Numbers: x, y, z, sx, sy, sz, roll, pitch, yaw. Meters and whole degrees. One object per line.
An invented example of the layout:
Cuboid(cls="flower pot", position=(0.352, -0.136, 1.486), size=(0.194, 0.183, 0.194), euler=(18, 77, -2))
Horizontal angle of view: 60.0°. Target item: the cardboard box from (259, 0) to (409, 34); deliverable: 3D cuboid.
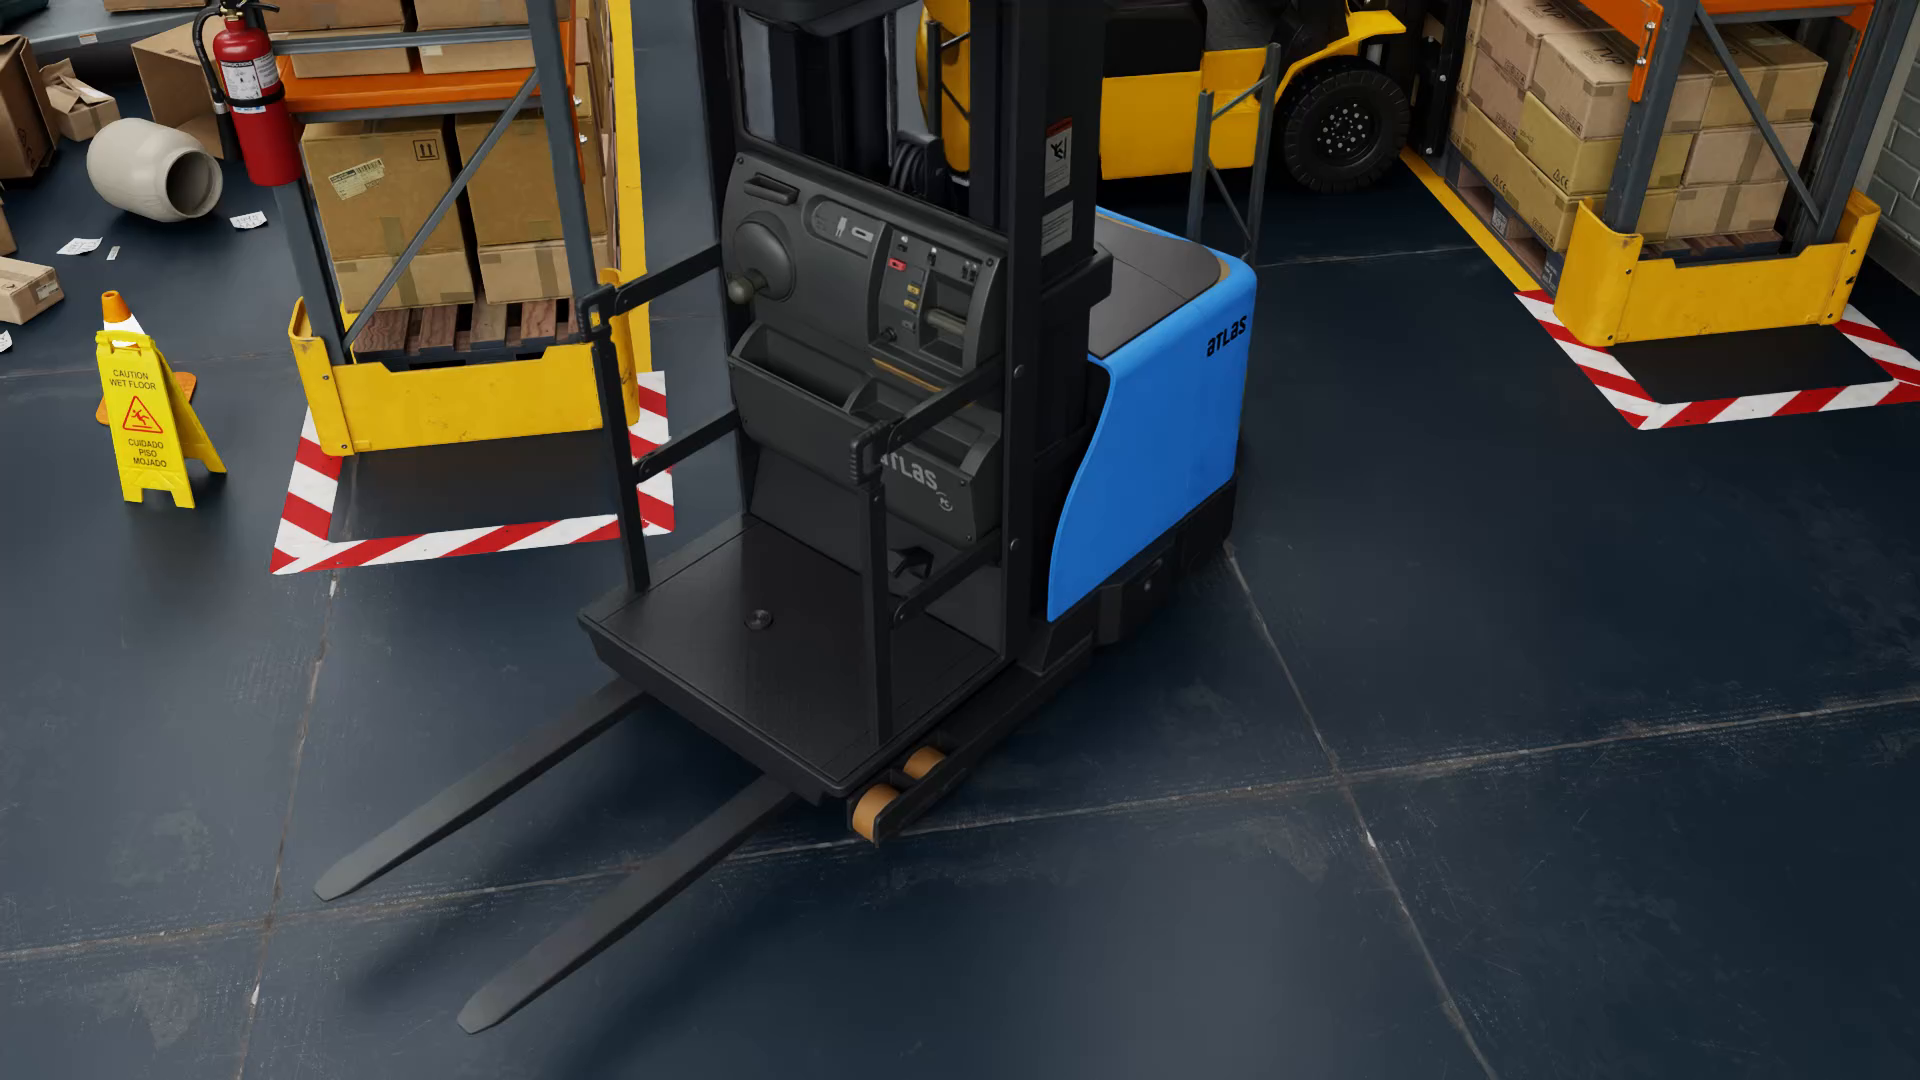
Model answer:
Cuboid(cls="cardboard box", position=(-2.172, -2.064, 5.638), size=(0.500, 0.500, 0.500), euler=(-7, 38, -9))

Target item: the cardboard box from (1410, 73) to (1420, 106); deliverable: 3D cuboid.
Cuboid(cls="cardboard box", position=(2.417, -2.391, 8.281), size=(0.500, 0.250, 0.500), euler=(-5, 38, -7))

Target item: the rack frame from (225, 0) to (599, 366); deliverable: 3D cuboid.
Cuboid(cls="rack frame", position=(-1.806, -1.609, 5.376), size=(1.000, 3.000, 0.127), euler=(-6, 38, -8))

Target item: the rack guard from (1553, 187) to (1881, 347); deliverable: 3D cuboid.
Cuboid(cls="rack guard", position=(3.084, -1.143, 6.814), size=(1.175, 0.500, 0.348), euler=(-6, 38, -8))

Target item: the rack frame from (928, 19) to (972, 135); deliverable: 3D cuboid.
Cuboid(cls="rack frame", position=(0.050, -1.245, 6.130), size=(0.032, 1.500, 0.500), euler=(23, 44, 27))

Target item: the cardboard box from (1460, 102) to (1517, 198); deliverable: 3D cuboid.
Cuboid(cls="cardboard box", position=(2.609, -1.776, 7.490), size=(0.500, 0.250, 0.500), euler=(-6, 38, -8))

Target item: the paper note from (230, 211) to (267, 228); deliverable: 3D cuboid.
Cuboid(cls="paper note", position=(-3.258, -1.468, 7.615), size=(0.142, 0.019, 0.148), euler=(-20, 42, -23))

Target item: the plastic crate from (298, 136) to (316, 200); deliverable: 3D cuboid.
Cuboid(cls="plastic crate", position=(-3.039, -1.835, 8.047), size=(0.402, 0.080, 0.583), euler=(-20, 42, -23))

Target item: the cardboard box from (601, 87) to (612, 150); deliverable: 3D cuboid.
Cuboid(cls="cardboard box", position=(-1.865, -1.843, 7.576), size=(0.500, 0.250, 0.500), euler=(-4, 38, -5))

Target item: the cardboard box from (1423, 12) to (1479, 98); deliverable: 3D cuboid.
Cuboid(cls="cardboard box", position=(2.499, -2.296, 7.752), size=(0.500, 0.250, 0.500), euler=(-7, 38, -9))

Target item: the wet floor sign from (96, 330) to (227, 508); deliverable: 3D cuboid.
Cuboid(cls="wet floor sign", position=(-2.826, -0.449, 5.802), size=(0.267, 0.644, 0.232), euler=(6, 38, 8))

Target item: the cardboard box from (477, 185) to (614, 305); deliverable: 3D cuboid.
Cuboid(cls="cardboard box", position=(-1.675, -1.206, 6.756), size=(0.500, 0.250, 0.500), euler=(-7, 38, -8))

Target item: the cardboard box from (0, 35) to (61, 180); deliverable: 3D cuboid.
Cuboid(cls="cardboard box", position=(-4.779, -2.029, 7.841), size=(0.797, 0.637, 0.503), euler=(-6, 38, -8))

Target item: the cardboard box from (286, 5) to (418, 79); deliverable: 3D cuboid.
Cuboid(cls="cardboard box", position=(-2.082, -1.712, 5.714), size=(0.380, 0.149, 0.250), euler=(-5, 38, -6))

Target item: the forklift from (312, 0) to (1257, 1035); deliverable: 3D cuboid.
Cuboid(cls="forklift", position=(-0.414, -0.660, 4.211), size=(1.130, 2.935, 3.031), euler=(28, 46, 31))

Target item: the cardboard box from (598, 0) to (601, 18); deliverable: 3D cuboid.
Cuboid(cls="cardboard box", position=(-2.048, -2.765, 8.152), size=(0.500, 0.500, 0.500), euler=(-6, 38, -7))

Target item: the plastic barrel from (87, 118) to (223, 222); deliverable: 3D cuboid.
Cuboid(cls="plastic barrel", position=(-3.659, -1.676, 7.562), size=(0.512, 0.421, 0.421), euler=(19, 42, 23))

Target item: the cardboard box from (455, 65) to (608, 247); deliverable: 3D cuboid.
Cuboid(cls="cardboard box", position=(-1.680, -1.516, 6.544), size=(0.500, 0.500, 0.500), euler=(-7, 38, -9))

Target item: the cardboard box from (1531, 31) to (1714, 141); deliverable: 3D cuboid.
Cuboid(cls="cardboard box", position=(2.692, -1.864, 6.789), size=(0.500, 0.250, 0.500), euler=(-5, 38, -6))

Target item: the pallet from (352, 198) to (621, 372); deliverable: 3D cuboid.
Cuboid(cls="pallet", position=(-1.927, -1.048, 6.927), size=(1.003, 0.211, 1.213), euler=(-6, 38, -8))

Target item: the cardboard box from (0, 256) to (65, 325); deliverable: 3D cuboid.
Cuboid(cls="cardboard box", position=(-4.024, -1.057, 6.989), size=(0.380, 0.149, 0.250), euler=(13, 40, 16))

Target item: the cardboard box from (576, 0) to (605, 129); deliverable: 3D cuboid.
Cuboid(cls="cardboard box", position=(-1.856, -2.135, 7.341), size=(0.500, 0.500, 0.500), euler=(-6, 38, -7))

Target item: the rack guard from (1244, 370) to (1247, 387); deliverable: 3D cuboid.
Cuboid(cls="rack guard", position=(0.866, -0.399, 6.060), size=(0.087, 0.250, 0.587), euler=(23, 44, 27))

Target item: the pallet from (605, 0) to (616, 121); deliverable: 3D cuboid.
Cuboid(cls="pallet", position=(-2.355, -2.522, 8.824), size=(1.003, 0.211, 1.213), euler=(-6, 38, -8))

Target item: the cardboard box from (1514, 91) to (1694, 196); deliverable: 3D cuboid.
Cuboid(cls="cardboard box", position=(2.687, -1.683, 6.962), size=(0.500, 0.250, 0.500), euler=(-7, 38, -9))

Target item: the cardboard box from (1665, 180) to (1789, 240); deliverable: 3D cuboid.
Cuboid(cls="cardboard box", position=(3.187, -1.543, 7.190), size=(0.500, 0.250, 0.500), euler=(-6, 38, -8))

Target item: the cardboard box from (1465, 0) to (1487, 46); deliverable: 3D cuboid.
Cuboid(cls="cardboard box", position=(2.499, -2.476, 7.576), size=(0.500, 0.250, 0.500), euler=(-6, 38, -7))

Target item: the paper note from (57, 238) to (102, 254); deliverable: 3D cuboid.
Cuboid(cls="paper note", position=(-3.933, -1.318, 7.431), size=(0.148, 0.019, 0.142), euler=(6, 38, 8))

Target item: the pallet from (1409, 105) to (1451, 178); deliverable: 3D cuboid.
Cuboid(cls="pallet", position=(2.694, -2.237, 8.457), size=(1.003, 0.211, 1.213), euler=(-6, 38, -8))

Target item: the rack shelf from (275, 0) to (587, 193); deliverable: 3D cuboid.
Cuboid(cls="rack shelf", position=(-2.157, -2.533, 7.151), size=(1.077, 0.370, 4.000), euler=(-6, 38, -8))

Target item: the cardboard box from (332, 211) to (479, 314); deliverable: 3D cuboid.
Cuboid(cls="cardboard box", position=(-2.217, -1.163, 6.700), size=(0.500, 0.250, 0.500), euler=(-6, 38, -8))

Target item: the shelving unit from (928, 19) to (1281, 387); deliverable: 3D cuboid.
Cuboid(cls="shelving unit", position=(0.458, -1.068, 5.903), size=(1.083, 1.500, 0.587), euler=(23, 44, 27))

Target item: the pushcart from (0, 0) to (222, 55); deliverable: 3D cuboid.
Cuboid(cls="pushcart", position=(-4.743, -2.714, 8.936), size=(1.648, 0.377, 0.936), euler=(-20, 42, -23))

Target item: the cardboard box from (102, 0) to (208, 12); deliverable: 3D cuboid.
Cuboid(cls="cardboard box", position=(-4.254, -3.127, 8.750), size=(0.500, 0.500, 0.500), euler=(-6, 38, -8))

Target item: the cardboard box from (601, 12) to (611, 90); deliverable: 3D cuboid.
Cuboid(cls="cardboard box", position=(-2.036, -2.456, 8.365), size=(0.500, 0.250, 0.500), euler=(-7, 38, -9))
